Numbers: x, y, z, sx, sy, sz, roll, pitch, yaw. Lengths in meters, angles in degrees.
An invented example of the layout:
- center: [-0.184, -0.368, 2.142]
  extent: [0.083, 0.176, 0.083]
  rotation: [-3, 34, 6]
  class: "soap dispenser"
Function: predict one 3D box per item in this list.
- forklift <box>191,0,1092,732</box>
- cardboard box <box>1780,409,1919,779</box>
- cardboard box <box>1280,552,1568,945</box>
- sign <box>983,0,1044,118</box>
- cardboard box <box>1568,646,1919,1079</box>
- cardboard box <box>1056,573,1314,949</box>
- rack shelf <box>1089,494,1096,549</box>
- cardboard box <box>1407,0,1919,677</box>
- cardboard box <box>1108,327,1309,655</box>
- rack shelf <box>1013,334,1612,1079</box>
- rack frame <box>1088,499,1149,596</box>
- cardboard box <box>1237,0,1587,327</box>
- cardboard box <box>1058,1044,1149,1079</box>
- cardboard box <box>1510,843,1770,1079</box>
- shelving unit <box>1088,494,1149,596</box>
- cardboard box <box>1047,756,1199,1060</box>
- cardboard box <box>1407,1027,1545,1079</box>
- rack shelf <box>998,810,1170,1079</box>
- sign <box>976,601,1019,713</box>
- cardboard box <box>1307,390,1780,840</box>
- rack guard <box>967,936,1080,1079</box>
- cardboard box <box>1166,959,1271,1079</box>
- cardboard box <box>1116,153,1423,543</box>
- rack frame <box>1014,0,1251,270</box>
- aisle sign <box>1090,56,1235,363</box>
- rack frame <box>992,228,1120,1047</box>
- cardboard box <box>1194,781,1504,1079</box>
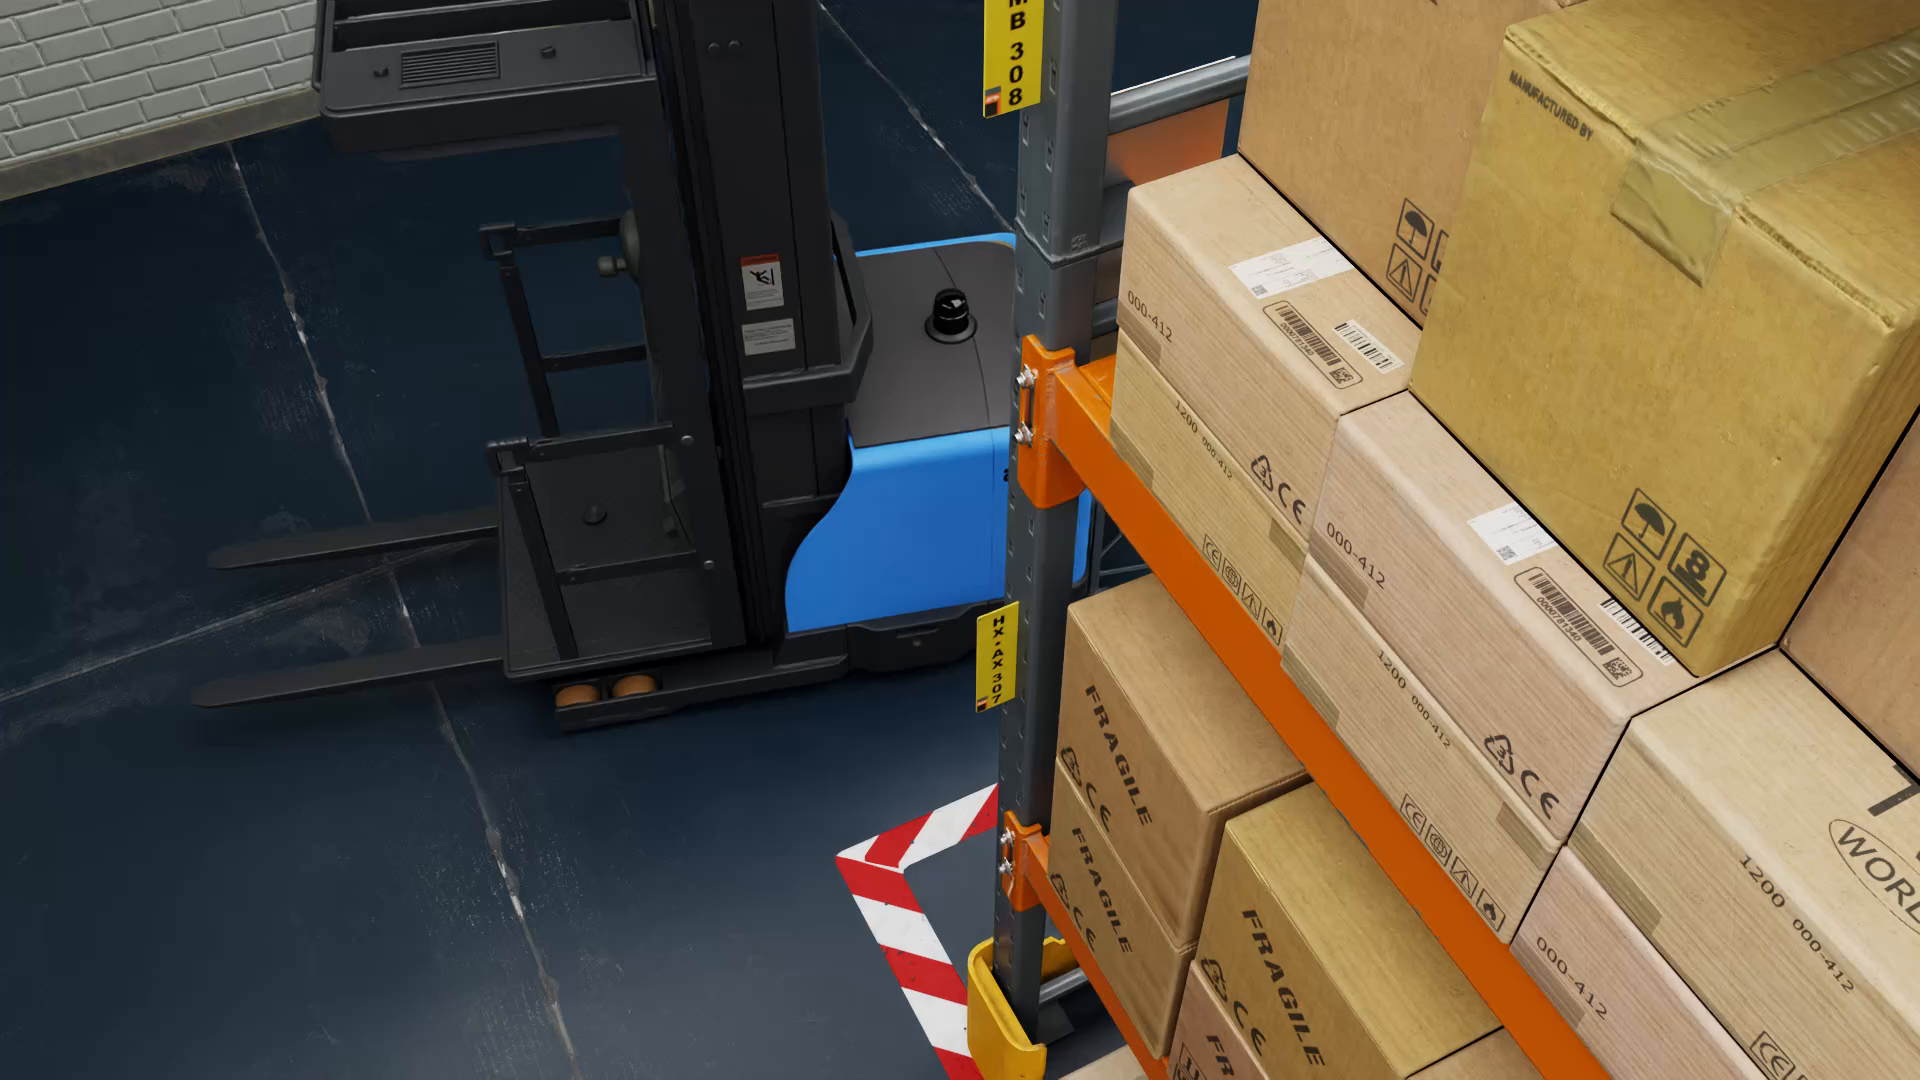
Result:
- center: [-1.122, -0.755, 4.963]
  extent: [3.031, 2.935, 1.130]
  rotation: [-9, 49, -8]
  class: "forklift"
- center: [1.289, -0.005, 1.538]
  extent: [0.700, 0.500, 0.500]
  rotation: [-21, 52, -18]
  class: "cardboard box"
- center: [0.788, 0.177, 2.209]
  extent: [0.500, 0.250, 0.500]
  rotation: [-21, 52, -18]
  class: "cardboard box"
- center: [0.080, -0.743, 2.334]
  extent: [0.100, 0.325, 0.005]
  rotation: [-21, 52, -18]
  class: "sign"
- center: [1.023, 0.345, 1.730]
  extent: [0.500, 0.250, 0.500]
  rotation: [-21, 52, -18]
  class: "cardboard box"
- center: [0.531, 0.371, 3.202]
  extent: [0.500, 0.500, 0.500]
  rotation: [-20, 52, -16]
  class: "cardboard box"
- center: [0.583, -0.384, 6.023]
  extent: [0.431, 0.370, 0.720]
  rotation: [-9, 50, -8]
  class: "rack shelf"
- center: [0.965, -0.303, 1.799]
  extent: [0.700, 0.500, 0.500]
  rotation: [-21, 52, -18]
  class: "cardboard box"
- center: [0.571, -0.162, 2.506]
  extent: [0.500, 0.250, 0.500]
  rotation: [-21, 52, -18]
  class: "cardboard box"
- center: [1.477, 0.933, 1.927]
  extent: [1.077, 0.370, 4.000]
  rotation: [-21, 52, -18]
  class: "rack shelf"
- center: [0.662, -0.330, 5.542]
  extent: [0.400, 1.500, 0.023]
  rotation: [-9, 50, -8]
  class: "rack frame"
- center: [0.812, -0.667, 2.117]
  extent: [0.700, 0.500, 0.500]
  rotation: [-21, 52, -18]
  class: "cardboard box"
- center: [0.448, 1.537, 4.514]
  extent: [0.380, 0.149, 0.250]
  rotation: [-21, 52, -18]
  class: "cardboard box"
- center: [1.019, 0.511, 1.917]
  extent: [0.500, 0.250, 0.500]
  rotation: [-21, 52, -18]
  class: "cardboard box"
- center: [0.583, -0.599, 5.777]
  extent: [0.431, 1.500, 0.755]
  rotation: [-9, 50, -8]
  class: "shelving unit"
- center: [0.531, 0.700, 3.579]
  extent: [0.500, 0.500, 0.500]
  rotation: [-20, 52, -17]
  class: "cardboard box"
- center: [1.001, 1.054, 2.604]
  extent: [0.500, 0.500, 0.500]
  rotation: [-21, 52, -17]
  class: "cardboard box"
- center: [1.477, 1.920, 3.056]
  extent: [1.077, 0.370, 4.000]
  rotation: [-21, 52, -18]
  class: "rack shelf"
- center: [0.080, 0.247, 3.466]
  extent: [0.100, 0.325, 0.005]
  rotation: [-21, 52, -18]
  class: "sign"
- center: [0.788, 0.013, 2.021]
  extent: [0.500, 0.250, 0.500]
  rotation: [-21, 52, -18]
  class: "cardboard box"
- center: [0.597, 1.219, 4.852]
  extent: [1.175, 0.500, 0.348]
  rotation: [-21, 52, -18]
  class: "rack guard"
- center: [0.771, 1.043, 3.278]
  extent: [0.500, 0.500, 0.500]
  rotation: [-22, 52, -18]
  class: "cardboard box"
- center: [0.566, -0.324, 2.316]
  extent: [0.500, 0.250, 0.500]
  rotation: [-21, 52, -18]
  class: "cardboard box"
- center: [0.562, -1.630, 1.697]
  extent: [1.000, 3.000, 0.127]
  rotation: [-21, 52, -18]
  class: "rack frame"
- center: [0.270, -0.456, 2.929]
  extent: [0.394, 0.787, 0.004]
  rotation: [-21, 52, -18]
  class: "aisle sign"
- center: [0.562, 0.345, 3.956]
  extent: [1.000, 3.000, 0.127]
  rotation: [-21, 52, -18]
  class: "rack frame"
- center: [0.776, 0.718, 2.899]
  extent: [0.500, 0.500, 0.500]
  rotation: [-21, 52, -17]
  class: "cardboard box"
